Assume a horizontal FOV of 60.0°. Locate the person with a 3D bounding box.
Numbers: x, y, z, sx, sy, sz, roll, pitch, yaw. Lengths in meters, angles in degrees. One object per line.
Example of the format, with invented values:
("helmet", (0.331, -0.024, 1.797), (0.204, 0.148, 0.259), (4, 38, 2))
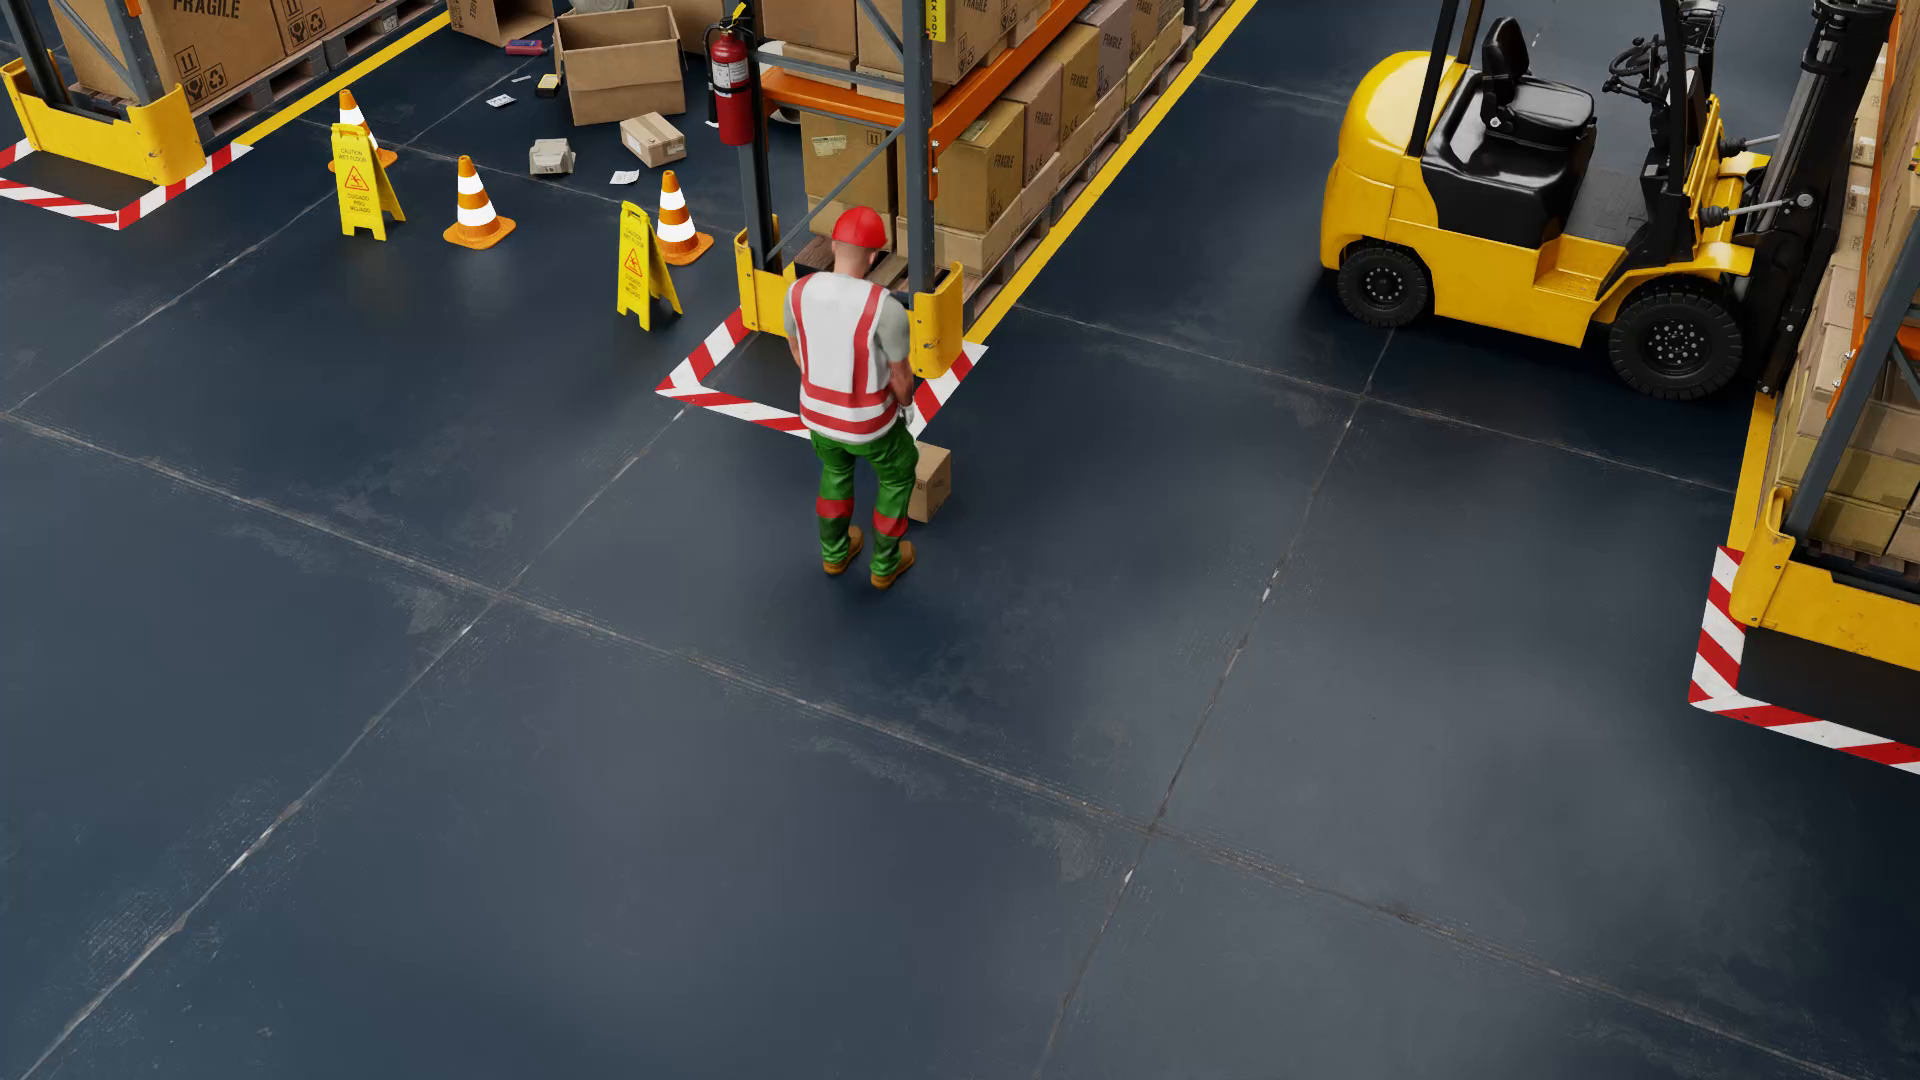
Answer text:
("person", (-0.433, -0.557, 6.829), (0.551, 1.713, 0.496), (18, 45, 20))
